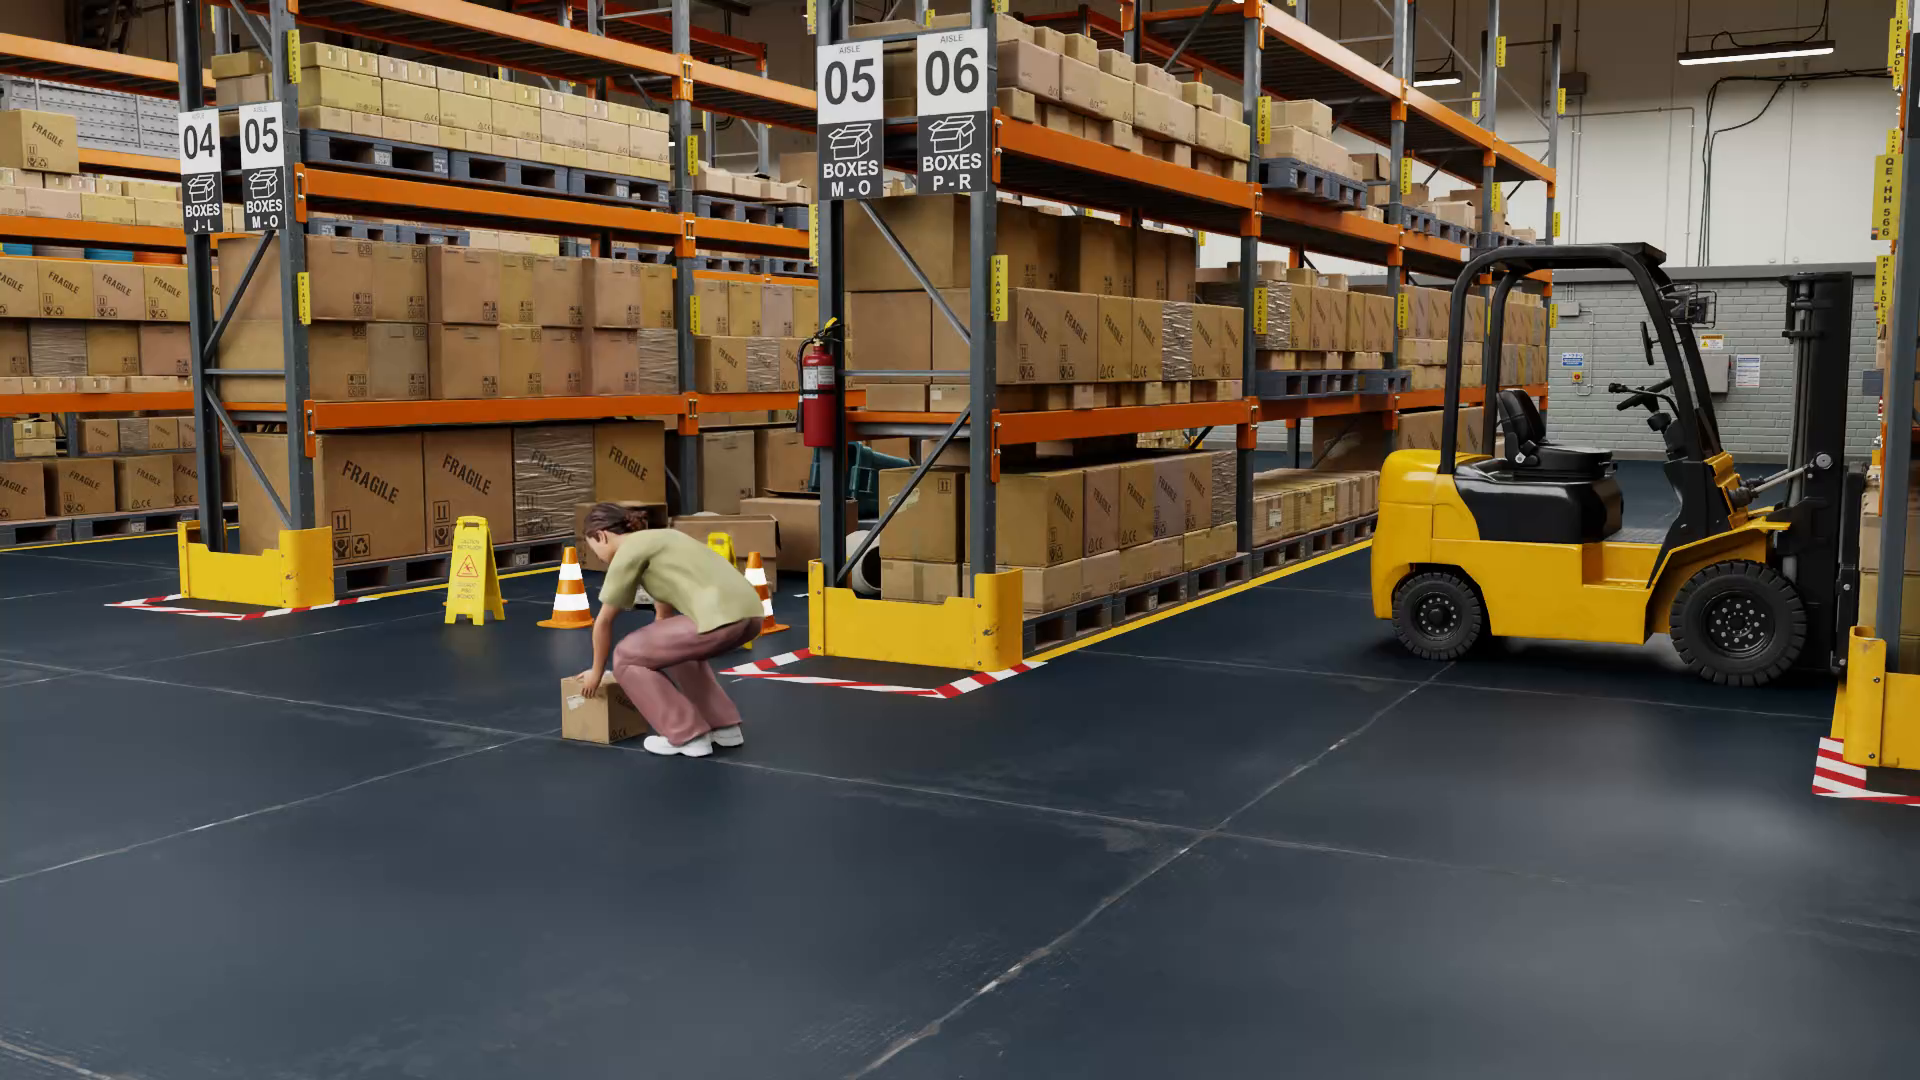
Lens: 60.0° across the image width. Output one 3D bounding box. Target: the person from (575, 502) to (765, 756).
[{"bbox_3d":[-1.182,0.352,6.742,0.783,0.998,0.496,3,7,28],"label":"person"}]
